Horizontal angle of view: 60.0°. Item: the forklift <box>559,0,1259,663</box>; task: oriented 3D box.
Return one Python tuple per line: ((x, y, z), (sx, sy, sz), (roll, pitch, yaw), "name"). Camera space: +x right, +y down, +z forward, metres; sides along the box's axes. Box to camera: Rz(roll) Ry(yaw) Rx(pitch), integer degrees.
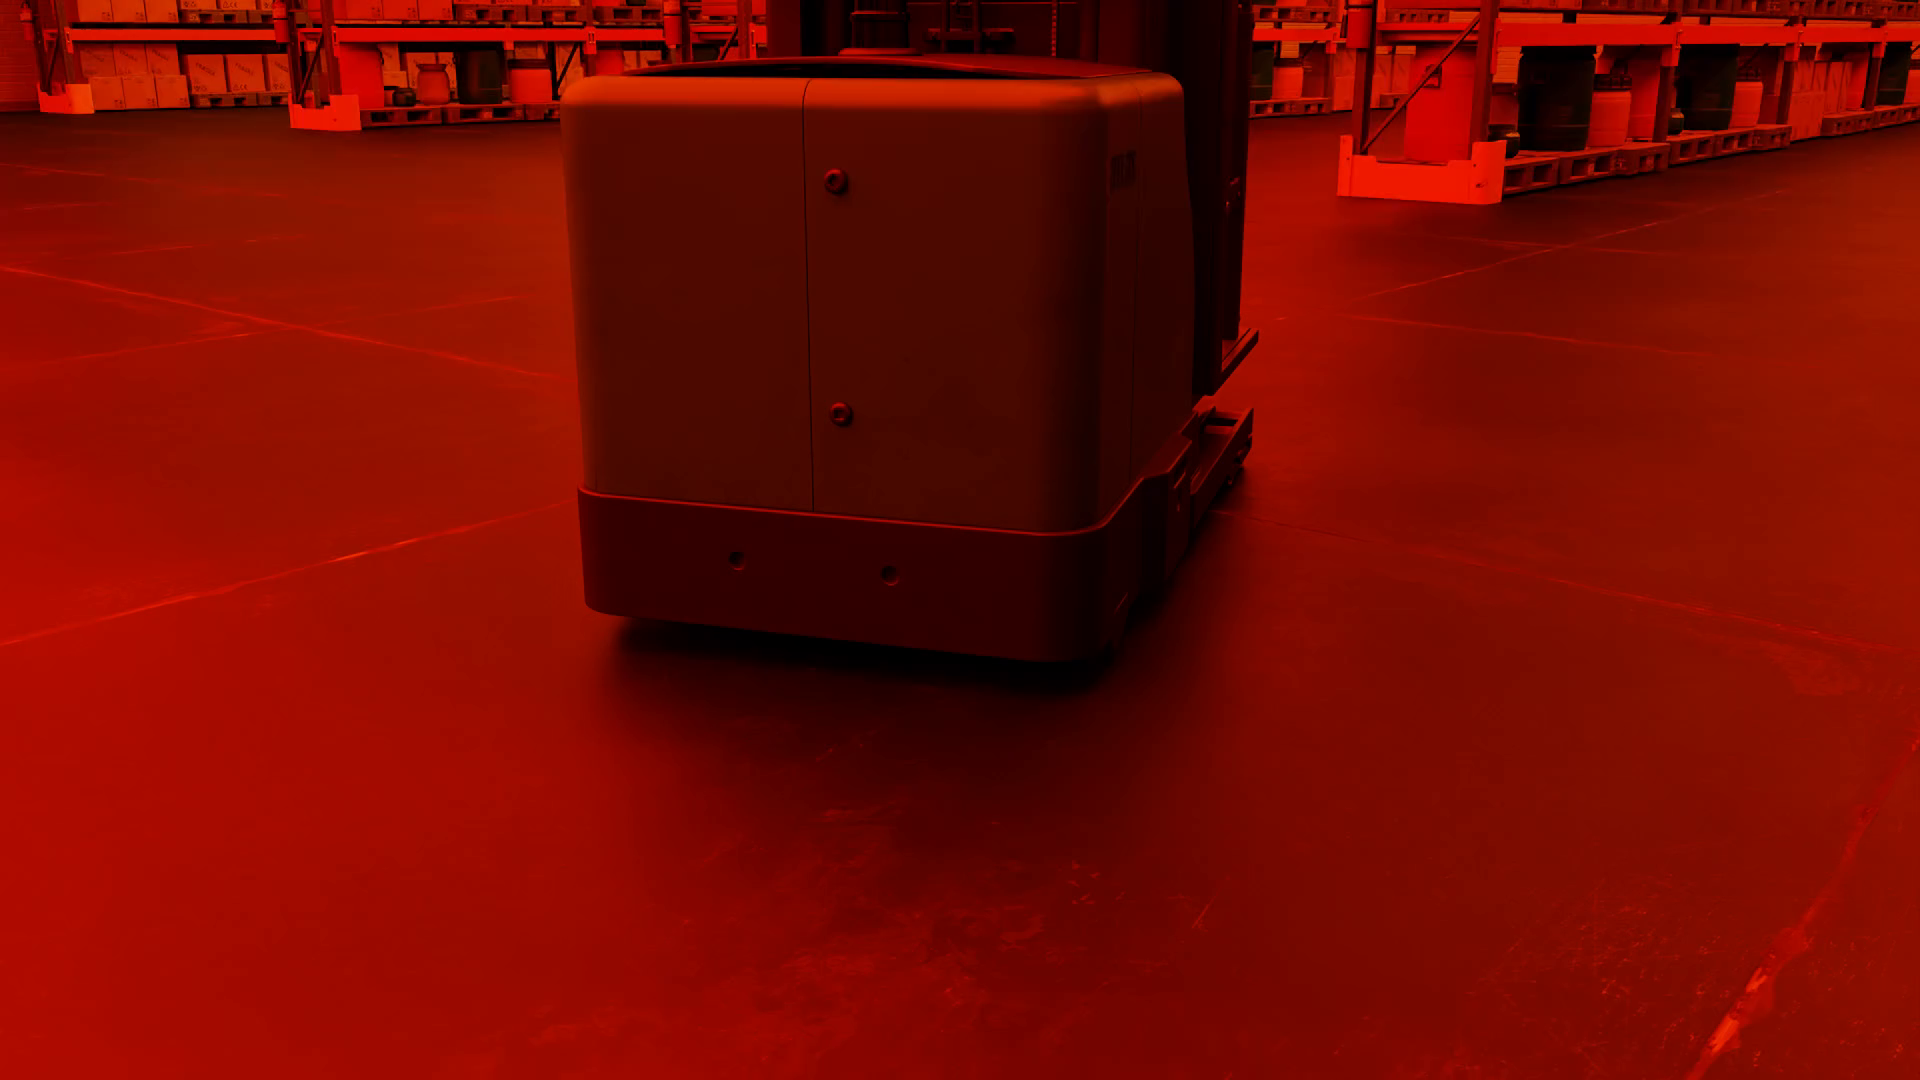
((0.182, -1.571, 4.072), (1.130, 2.935, 3.031), (5, 18, 17), "forklift")
